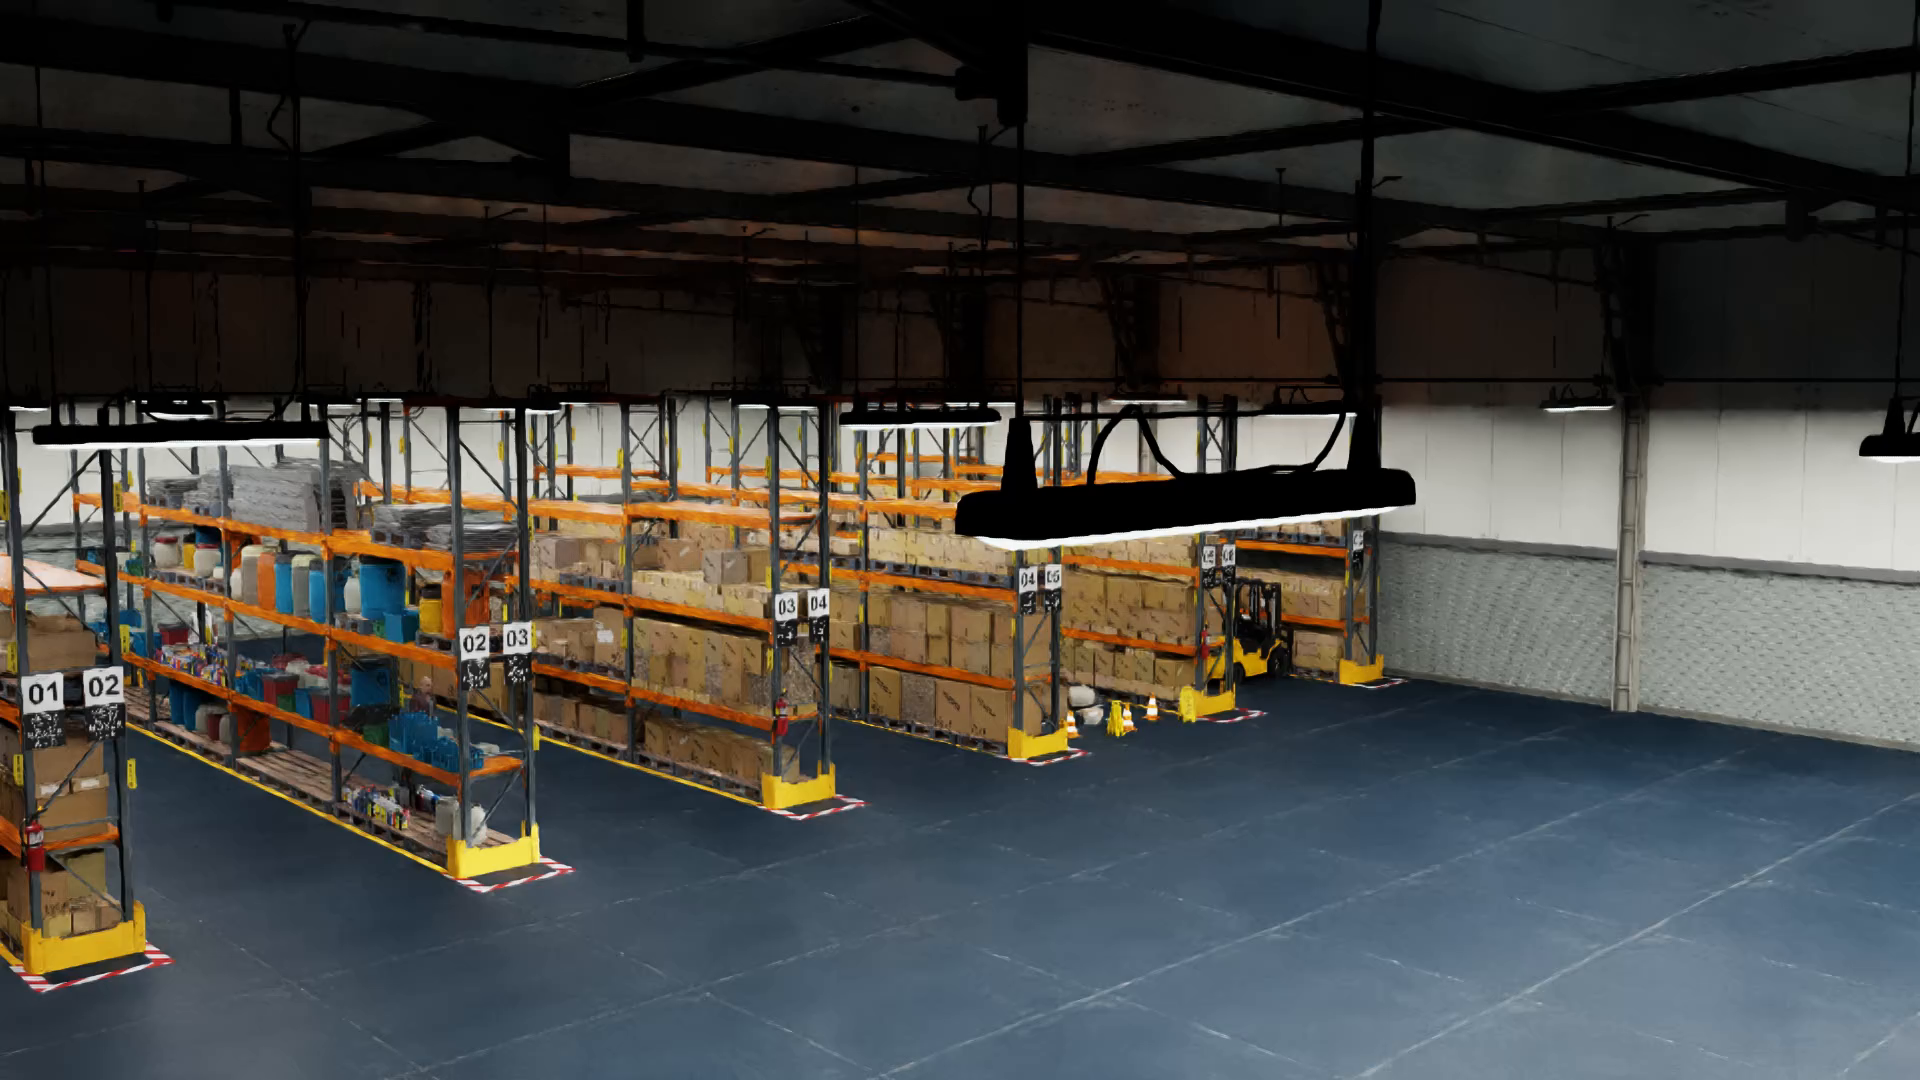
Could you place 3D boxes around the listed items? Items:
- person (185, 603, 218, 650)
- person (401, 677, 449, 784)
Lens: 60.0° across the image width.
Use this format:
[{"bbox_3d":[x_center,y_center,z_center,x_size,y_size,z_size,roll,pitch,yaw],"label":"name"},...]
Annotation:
[{"bbox_3d":[-15.875,2.117,34.774,0.549,1.734,0.702,5,8,45],"label":"person"},{"bbox_3d":[-8.313,2.970,25.761,0.785,1.734,0.706,2,6,24],"label":"person"}]
